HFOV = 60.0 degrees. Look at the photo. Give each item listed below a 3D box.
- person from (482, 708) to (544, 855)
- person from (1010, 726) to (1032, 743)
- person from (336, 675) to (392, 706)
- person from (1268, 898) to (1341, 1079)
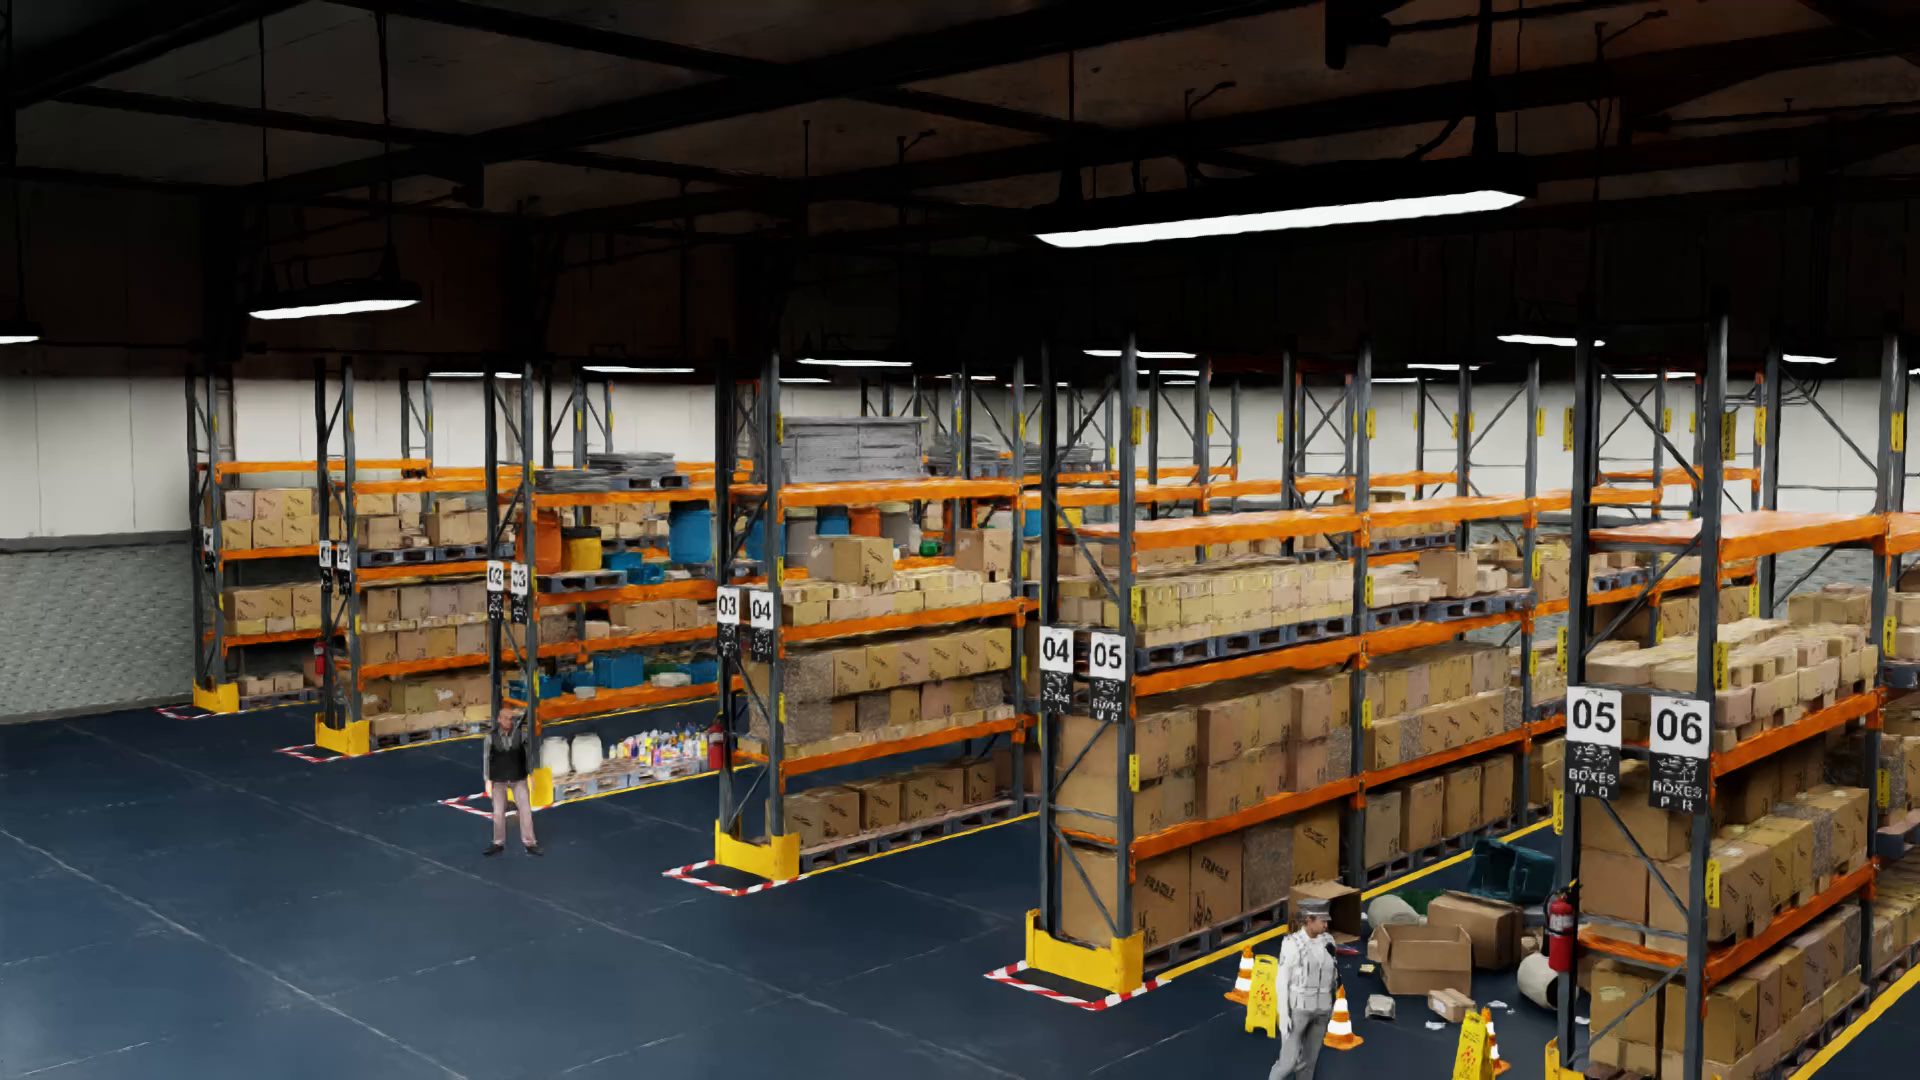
[{"bbox_3d":[-5.229,2.809,19.380,0.697,1.718,0.496,-1,5,-16],"label":"person"},{"bbox_3d":[0.859,2.484,24.137,0.575,1.640,0.545,-2,5,-20],"label":"person"},{"bbox_3d":[-10.327,2.065,29.085,1.103,1.715,0.565,-3,6,-37],"label":"person"},{"bbox_3d":[2.453,3.402,12.067,0.642,1.659,0.454,-1,5,-19],"label":"person"}]
